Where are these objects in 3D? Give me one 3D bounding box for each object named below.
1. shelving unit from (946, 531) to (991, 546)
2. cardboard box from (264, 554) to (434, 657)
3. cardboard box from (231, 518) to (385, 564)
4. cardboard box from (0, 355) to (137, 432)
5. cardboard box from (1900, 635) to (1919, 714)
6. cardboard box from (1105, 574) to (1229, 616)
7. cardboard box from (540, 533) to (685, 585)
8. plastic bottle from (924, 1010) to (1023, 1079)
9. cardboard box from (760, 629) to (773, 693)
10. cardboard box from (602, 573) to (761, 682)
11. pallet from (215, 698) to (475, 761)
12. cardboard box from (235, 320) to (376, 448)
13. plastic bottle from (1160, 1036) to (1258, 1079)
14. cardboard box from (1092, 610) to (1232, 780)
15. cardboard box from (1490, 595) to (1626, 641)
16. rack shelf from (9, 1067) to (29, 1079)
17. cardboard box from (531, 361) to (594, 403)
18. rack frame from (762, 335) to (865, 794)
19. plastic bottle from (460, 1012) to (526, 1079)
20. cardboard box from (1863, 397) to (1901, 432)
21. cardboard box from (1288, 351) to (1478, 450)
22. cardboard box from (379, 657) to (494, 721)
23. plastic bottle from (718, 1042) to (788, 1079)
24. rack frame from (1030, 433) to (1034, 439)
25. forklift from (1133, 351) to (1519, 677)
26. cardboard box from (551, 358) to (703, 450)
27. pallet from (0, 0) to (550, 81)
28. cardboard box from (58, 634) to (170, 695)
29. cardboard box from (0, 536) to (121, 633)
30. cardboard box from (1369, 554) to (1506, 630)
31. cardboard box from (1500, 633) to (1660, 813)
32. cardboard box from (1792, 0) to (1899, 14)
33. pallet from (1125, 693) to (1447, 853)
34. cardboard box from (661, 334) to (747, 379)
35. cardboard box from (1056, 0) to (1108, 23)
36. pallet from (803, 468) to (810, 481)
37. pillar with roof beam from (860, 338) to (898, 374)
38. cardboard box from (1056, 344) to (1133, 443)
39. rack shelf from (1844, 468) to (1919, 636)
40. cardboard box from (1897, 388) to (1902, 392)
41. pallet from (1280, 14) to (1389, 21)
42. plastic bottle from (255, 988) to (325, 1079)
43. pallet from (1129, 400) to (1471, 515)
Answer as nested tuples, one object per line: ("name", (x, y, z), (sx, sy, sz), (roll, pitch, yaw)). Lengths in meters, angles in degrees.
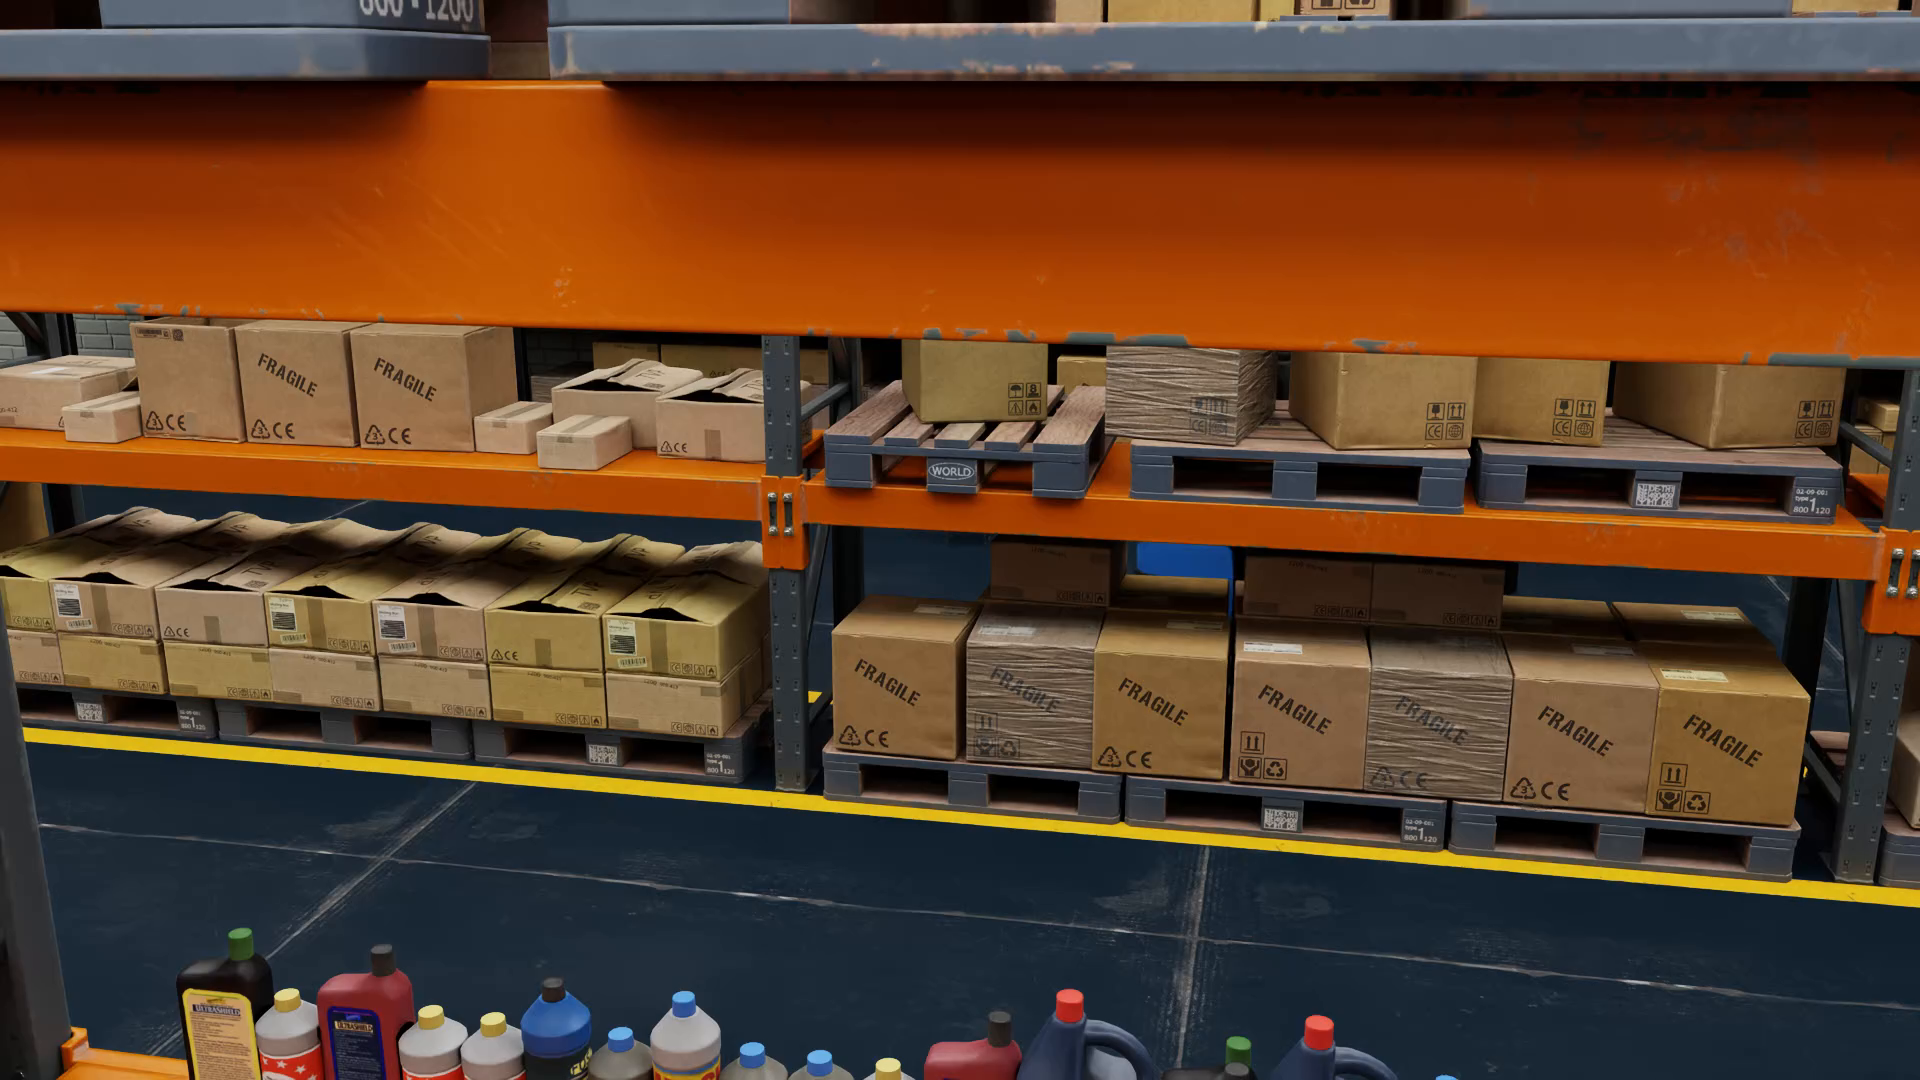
("shelving unit", (0.052, -0.503, 10.342), (0.252, 1.050, 0.215), (3, 16, 11))
("cardboard box", (-2.650, 0.263, 7.238), (0.500, 0.311, 0.500), (4, 16, 13))
("cardboard box", (-3.058, 0.094, 7.847), (0.500, 0.311, 0.500), (3, 16, 11))
("cardboard box", (-4.021, -0.671, 7.577), (0.500, 0.250, 0.500), (4, 16, 15))
("cardboard box", (3.942, 0.616, 6.507), (0.500, 0.500, 0.500), (3, 16, 11))
("cardboard box", (0.878, 0.463, 7.059), (0.500, 0.500, 0.500), (3, 16, 9))
("cardboard box", (-1.563, 0.177, 7.549), (0.500, 0.311, 0.500), (3, 16, 10))
("plastic bottle", (0.018, 0.777, 2.286), (0.133, 0.283, 0.061), (3, 16, 11))
("cardboard box", (-1.047, 0.473, 7.531), (0.500, 0.250, 0.500), (3, 16, 11))
("cardboard box", (-1.155, 0.344, 6.946), (0.500, 0.311, 0.500), (4, 16, 13))
("pallet", (-2.583, 0.679, 7.646), (1.213, 0.211, 1.003), (3, 16, 11))
("cardboard box", (-2.756, -0.707, 7.237), (0.500, 0.500, 0.500), (3, 16, 11))
("plastic bottle", (0.330, 0.794, 2.225), (0.133, 0.283, 0.061), (3, 16, 11))
("cardboard box", (0.801, 0.601, 6.563), (0.500, 0.500, 0.500), (3, 16, 10))
("cardboard box", (2.377, 0.545, 6.764), (0.500, 0.500, 0.500), (3, 16, 12))
("rack shelf", (-3.543, 0.990, 2.645), (4.000, 0.370, 1.077), (3, 16, 11))
("cardboard box", (-2.804, -1.027, 12.438), (0.500, 0.500, 0.700), (4, 16, 13))
("rack frame", (-0.592, -0.545, 6.842), (0.127, 3.000, 1.000), (3, 16, 11))
("plastic bottle", (-0.671, 0.784, 2.414), (0.097, 0.201, 0.097), (0, 15, 0))
("cardboard box", (5.834, -0.779, 10.365), (0.250, 0.149, 0.380), (3, 16, 9))
("cardboard box", (1.584, -0.661, 6.285), (0.500, 0.500, 0.700), (-1, 16, -3))
("cardboard box", (-2.155, 0.559, 7.219), (0.500, 0.250, 0.500), (3, 16, 12))
("plastic bottle", (-0.289, 0.805, 2.339), (0.097, 0.201, 0.097), (0, 15, 0))
("rack frame", (0.391, -1.841, 11.521), (0.127, 3.000, 1.000), (3, 16, 11))
("forklift", (1.935, -0.657, 7.373), (1.130, 2.935, 3.031), (-6, 17, -21))
("cardboard box", (-1.430, -0.601, 7.209), (0.500, 0.311, 0.500), (3, 16, 10))
("pallet", (-0.853, -0.538, 1.550), (1.213, 0.211, 1.003), (3, 16, 11))
("cardboard box", (-3.666, 0.478, 7.510), (0.500, 0.250, 0.500), (4, 16, 12))
("cardboard box", (-4.157, 0.181, 7.532), (0.500, 0.311, 0.500), (3, 16, 11))
("cardboard box", (1.922, 0.156, 6.764), (0.500, 0.250, 0.500), (3, 16, 11))
("cardboard box", (2.304, 0.680, 6.276), (0.500, 0.500, 0.500), (3, 16, 11))
("cardboard box", (2.849, -2.123, 5.757), (0.600, 0.600, 0.600), (2, 16, 6))
("pallet", (1.324, 0.914, 6.799), (1.213, 0.211, 1.003), (3, 16, 11))
("cardboard box", (-1.861, -1.339, 12.161), (0.500, 0.250, 0.500), (3, 16, 9))
("cardboard box", (0.342, -1.998, 6.278), (0.500, 0.500, 0.910), (3, 16, 11))
("pallet", (-1.566, -0.605, 12.281), (1.213, 0.211, 1.003), (3, 16, 11))
("pillar with roof beam", (-1.568, -3.902, 7.721), (0.400, 9.000, 9.100), (3, 16, 11))
("cardboard box", (1.086, -0.934, 11.487), (0.750, 0.750, 0.750), (3, 16, 10))
("rack shelf", (5.287, 0.120, 5.786), (4.000, 0.370, 1.077), (3, 16, 11))
("cardboard box", (6.196, -0.864, 10.671), (0.250, 0.149, 0.380), (3, 16, 10))
("pallet", (1.685, -1.795, 6.086), (1.003, 0.211, 1.213), (3, 16, 11))
("plastic bottle", (-0.992, 0.767, 2.477), (0.097, 0.201, 0.097), (0, 15, 0))
("pallet", (1.314, -0.351, 6.499), (1.213, 0.211, 1.003), (3, 16, 11))
